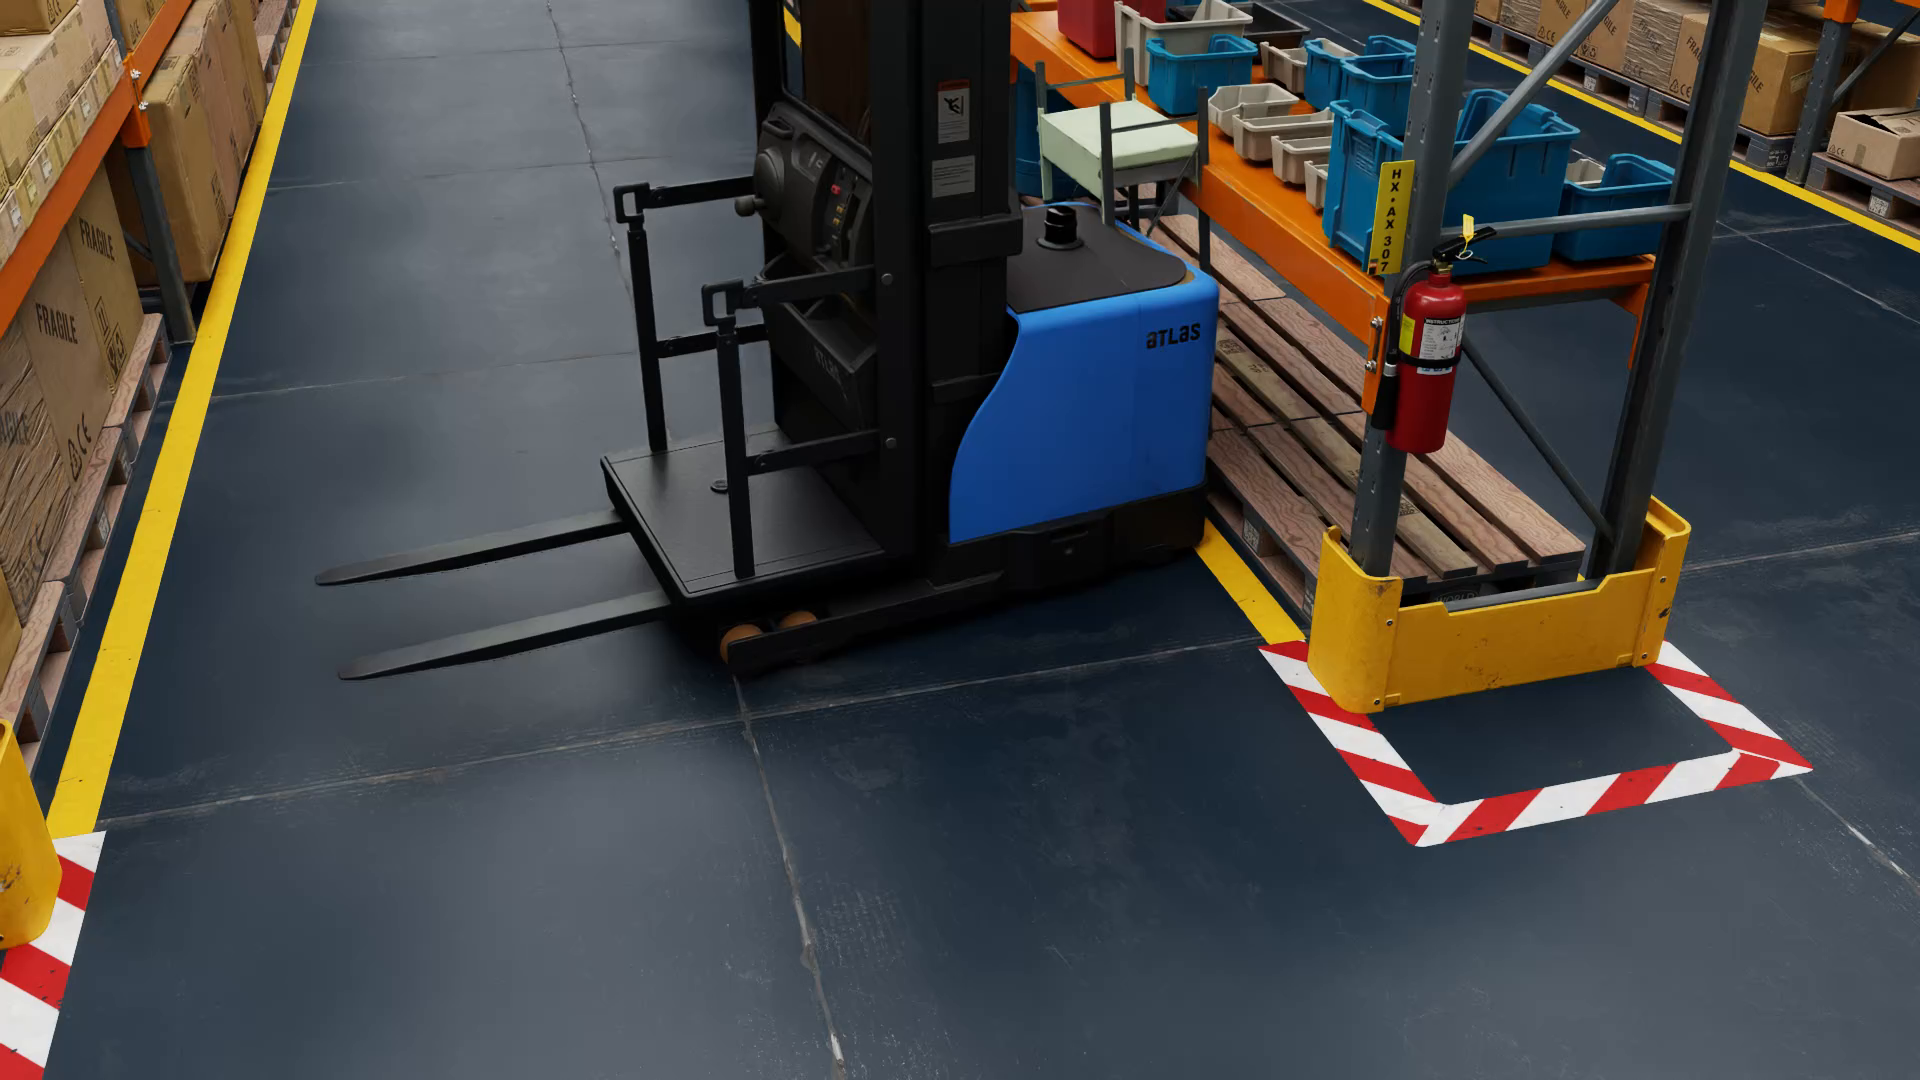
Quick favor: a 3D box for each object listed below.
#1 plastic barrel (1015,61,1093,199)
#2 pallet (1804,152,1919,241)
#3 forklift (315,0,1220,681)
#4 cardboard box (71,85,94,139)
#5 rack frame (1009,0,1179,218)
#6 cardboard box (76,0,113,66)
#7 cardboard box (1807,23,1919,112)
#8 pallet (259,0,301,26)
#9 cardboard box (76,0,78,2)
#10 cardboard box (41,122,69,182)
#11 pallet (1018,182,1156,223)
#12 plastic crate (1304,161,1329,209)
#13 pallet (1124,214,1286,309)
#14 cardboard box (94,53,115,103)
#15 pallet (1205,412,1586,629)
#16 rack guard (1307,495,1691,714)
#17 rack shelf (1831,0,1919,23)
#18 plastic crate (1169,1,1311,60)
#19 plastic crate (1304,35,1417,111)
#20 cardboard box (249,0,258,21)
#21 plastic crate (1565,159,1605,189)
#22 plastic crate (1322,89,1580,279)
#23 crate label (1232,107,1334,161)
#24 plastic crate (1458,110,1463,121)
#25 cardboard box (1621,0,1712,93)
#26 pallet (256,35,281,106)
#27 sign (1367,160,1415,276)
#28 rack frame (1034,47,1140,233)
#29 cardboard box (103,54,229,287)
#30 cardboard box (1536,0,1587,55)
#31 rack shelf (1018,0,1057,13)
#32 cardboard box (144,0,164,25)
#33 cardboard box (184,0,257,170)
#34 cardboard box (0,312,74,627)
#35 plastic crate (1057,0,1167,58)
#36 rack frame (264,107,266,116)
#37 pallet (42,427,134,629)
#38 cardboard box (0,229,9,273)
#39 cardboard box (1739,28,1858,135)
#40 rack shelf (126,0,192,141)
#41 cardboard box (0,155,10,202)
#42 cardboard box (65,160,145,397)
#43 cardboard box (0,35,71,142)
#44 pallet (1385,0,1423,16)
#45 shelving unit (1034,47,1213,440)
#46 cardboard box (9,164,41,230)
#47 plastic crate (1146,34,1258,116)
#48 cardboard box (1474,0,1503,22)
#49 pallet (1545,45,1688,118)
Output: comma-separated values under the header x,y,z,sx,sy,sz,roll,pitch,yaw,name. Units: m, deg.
x,y,z,sx,sy,sz,roll,pitch,yaw,name
0.539,-2.377,9.039,0.600,0.901,0.708,-8,31,-13,plastic barrel
5.625,-1.957,9.420,1.003,0.211,1.213,-8,31,-13,pallet
-0.659,-1.122,5.263,3.031,2.935,1.130,-13,33,-21,forklift
-3.506,-1.595,6.263,0.380,0.149,0.250,-7,31,-12,cardboard box
0.667,-2.839,8.160,1.000,3.000,0.127,-8,31,-13,rack frame
-3.738,-2.066,6.677,0.500,0.250,0.500,-8,31,-14,cardboard box
5.551,-2.870,10.271,0.500,0.500,0.500,-9,31,-16,cardboard box
-6.023,-4.461,13.747,1.003,0.211,1.213,-8,31,-13,pallet
-3.728,-2.382,6.476,0.500,0.500,0.500,-7,31,-12,cardboard box
-3.370,-1.347,5.834,0.380,0.149,0.250,-8,31,-14,cardboard box
0.503,-2.010,9.512,1.003,0.211,1.213,-8,31,-13,pallet
1.338,-1.189,5.513,0.396,0.136,0.243,-8,31,-13,plastic crate
0.900,-1.282,8.254,1.003,0.211,1.213,-8,31,-13,pallet
-3.642,-1.843,6.691,0.380,0.149,0.250,-7,31,-12,cardboard box
1.548,-0.104,6.218,1.003,0.211,1.213,-8,31,-13,pallet
1.748,0.185,5.432,1.175,0.500,0.348,-8,31,-13,rack guard
5.975,-2.218,7.806,1.077,0.370,4.000,-8,31,-13,rack shelf
1.223,-2.241,7.342,0.437,0.125,0.590,-8,31,-13,plastic crate
1.552,-1.804,6.480,0.416,0.233,0.300,-8,31,-13,plastic crate
-5.683,-4.081,12.362,0.700,0.500,0.500,-5,30,-9,cardboard box
1.976,-1.148,5.442,0.250,0.136,0.298,-8,31,-13,plastic crate
1.460,-1.085,5.035,0.616,0.435,0.499,-8,31,-13,plastic crate
1.178,-1.462,5.984,0.396,0.136,0.243,-8,31,-13,crate label
1.796,-1.475,6.008,0.250,0.136,0.298,-8,31,-13,plastic crate
4.781,-3.287,10.990,0.500,0.500,0.500,-7,31,-13,cardboard box
-5.376,-3.283,11.711,1.003,0.211,1.213,-8,31,-13,pallet
1.203,-0.897,4.642,0.100,0.325,0.005,-8,31,-13,sign
0.545,-1.229,6.814,0.400,1.500,0.023,-12,29,-11,rack frame
-4.297,-1.749,7.979,1.225,0.875,0.875,-8,31,-13,cardboard box
4.500,-3.783,11.848,0.500,0.500,0.500,-8,31,-14,cardboard box
0.137,-3.493,10.009,1.077,0.370,4.000,-8,31,-13,rack shelf
-4.123,-2.722,7.858,0.500,0.500,0.500,-8,31,-13,cardboard box
-4.777,-2.607,9.461,1.225,0.875,0.875,-8,31,-13,cardboard box
-3.535,-0.249,5.387,0.875,0.875,0.875,-8,31,-13,cardboard box
0.663,-2.428,7.327,0.402,0.464,0.583,-8,31,-13,plastic crate
-5.170,-4.112,10.360,1.000,3.000,0.127,-8,31,-13,rack frame
-3.654,-0.005,6.049,1.003,0.211,1.213,-8,31,-13,pallet
-3.097,-0.851,4.977,0.380,0.149,0.250,-8,31,-14,cardboard box
5.037,-2.804,10.157,0.500,0.500,0.500,-8,31,-14,cardboard box
-4.639,-2.835,8.872,1.077,0.370,4.000,-8,31,-13,rack shelf
-3.188,-1.073,4.963,0.500,0.250,0.500,-9,31,-15,cardboard box
-4.010,-1.113,6.881,0.875,0.875,0.875,-8,31,-13,cardboard box
-3.462,-1.570,5.820,0.500,0.250,0.500,-7,31,-12,cardboard box
4.201,-4.624,14.027,1.003,0.211,1.213,-8,31,-13,pallet
0.644,-1.067,6.501,0.431,1.500,0.755,-12,29,-11,shelving unit
-3.232,-1.098,5.403,0.380,0.149,0.250,-9,31,-15,cardboard box
0.937,-1.818,6.504,0.416,0.233,0.300,-8,31,-13,plastic crate
4.228,-4.278,12.703,0.500,0.500,0.500,-7,31,-11,cardboard box
4.864,-3.267,11.684,1.003,0.211,1.213,-8,31,-13,pallet
